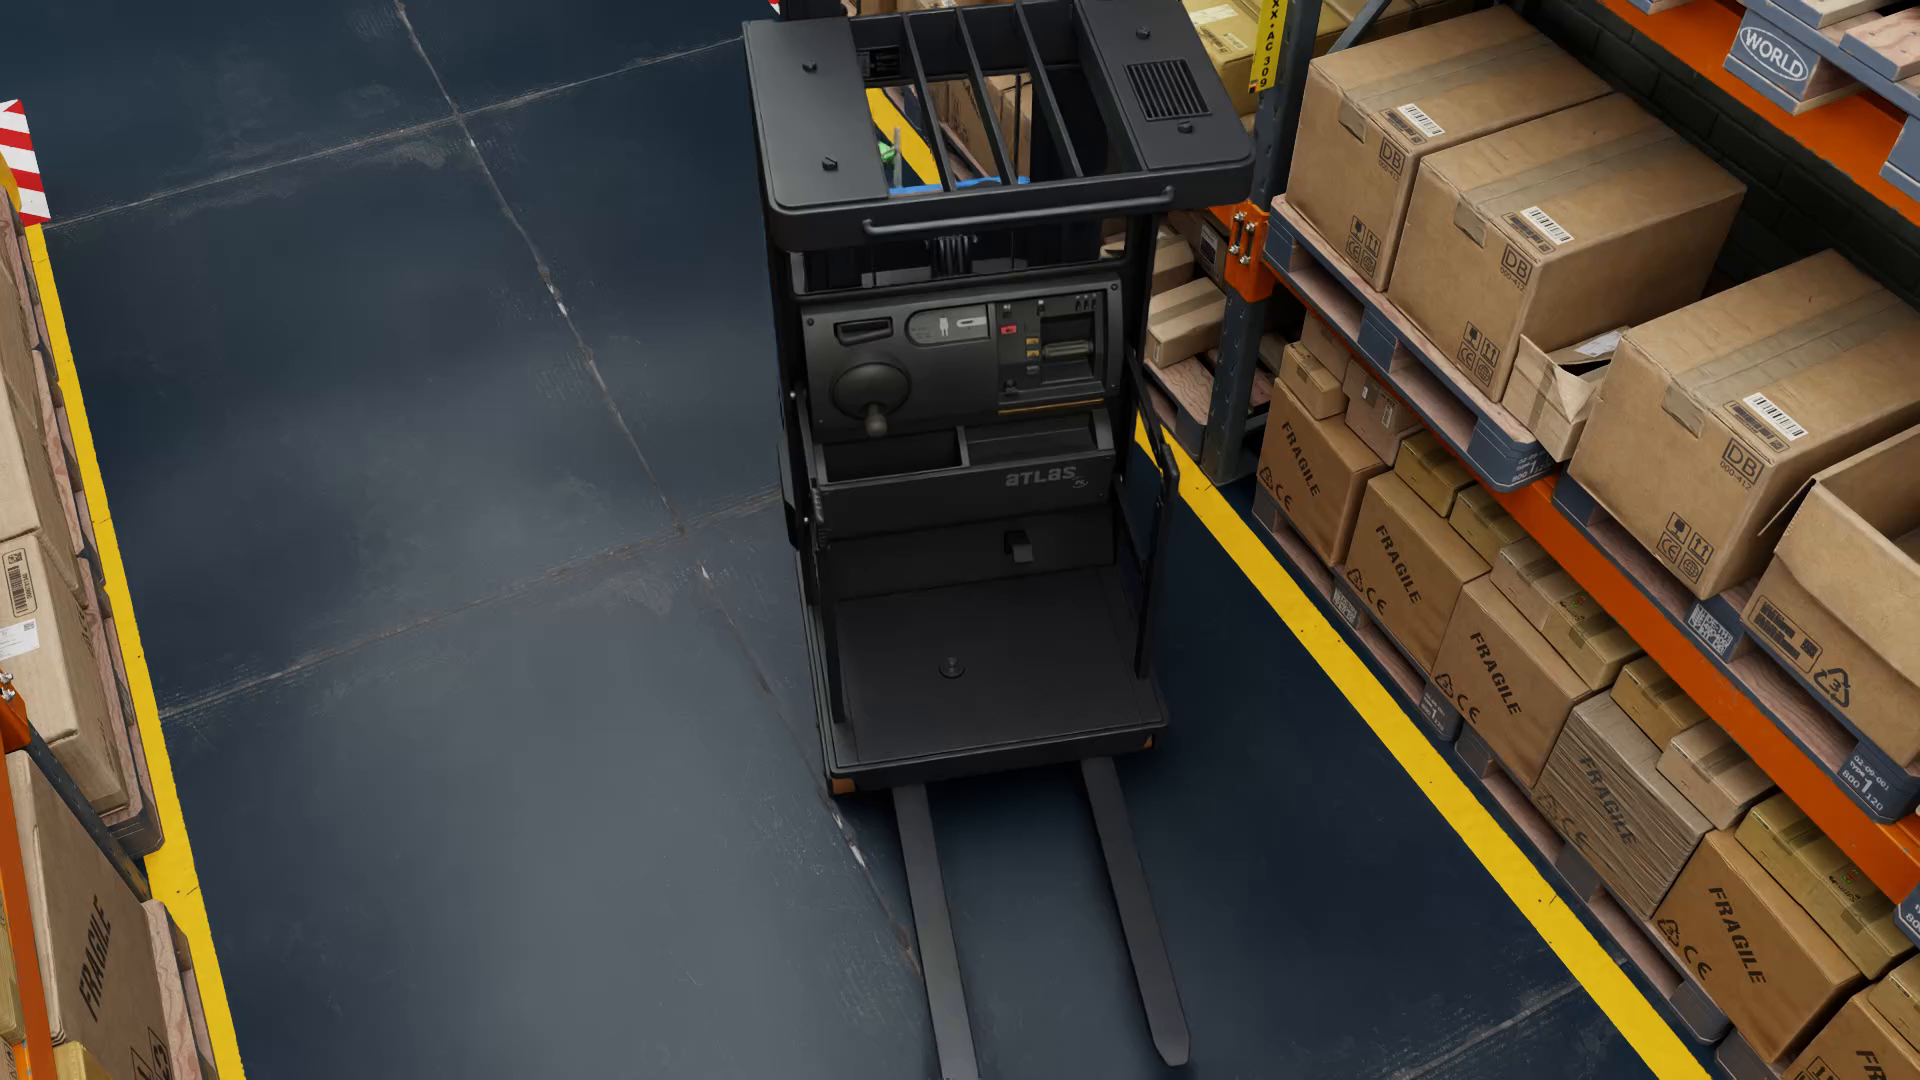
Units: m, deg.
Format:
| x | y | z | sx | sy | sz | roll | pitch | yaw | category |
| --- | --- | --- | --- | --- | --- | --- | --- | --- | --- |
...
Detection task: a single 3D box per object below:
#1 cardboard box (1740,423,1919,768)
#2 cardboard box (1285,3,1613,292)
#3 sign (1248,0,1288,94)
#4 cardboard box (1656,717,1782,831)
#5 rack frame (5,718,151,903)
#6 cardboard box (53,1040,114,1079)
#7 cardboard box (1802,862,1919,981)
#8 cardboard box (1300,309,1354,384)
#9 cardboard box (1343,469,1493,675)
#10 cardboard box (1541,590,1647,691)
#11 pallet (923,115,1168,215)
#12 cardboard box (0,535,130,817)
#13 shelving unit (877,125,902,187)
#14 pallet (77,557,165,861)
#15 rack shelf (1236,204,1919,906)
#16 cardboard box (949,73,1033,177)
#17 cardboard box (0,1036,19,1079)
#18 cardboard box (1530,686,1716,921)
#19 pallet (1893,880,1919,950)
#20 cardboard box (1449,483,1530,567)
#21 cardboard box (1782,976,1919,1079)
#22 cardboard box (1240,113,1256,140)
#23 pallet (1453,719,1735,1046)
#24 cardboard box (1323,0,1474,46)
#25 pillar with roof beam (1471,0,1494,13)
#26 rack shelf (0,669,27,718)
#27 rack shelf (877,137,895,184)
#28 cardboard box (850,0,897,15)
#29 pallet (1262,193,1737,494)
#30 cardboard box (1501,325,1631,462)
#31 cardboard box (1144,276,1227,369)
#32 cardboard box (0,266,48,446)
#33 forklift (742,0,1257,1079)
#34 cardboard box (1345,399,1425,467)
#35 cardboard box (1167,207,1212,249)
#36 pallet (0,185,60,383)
| x | y | z | sx | sy | sz | roll | pitch | yaw | category |
| --- | --- | --- | --- | --- | --- | --- | --- | --- | --- |
| 2.326 | 0.078 | 3.842 | 0.797 | 0.503 | 0.637 | -22 | 52 | -18 | cardboard box |
| 1.429 | -1.169 | 4.934 | 0.700 | 0.500 | 0.500 | -20 | 52 | -17 | cardboard box |
| 0.928 | -1.491 | 4.986 | 0.100 | 0.325 | 0.005 | -21 | 52 | -18 | sign |
| 2.204 | 0.610 | 4.675 | 0.380 | 0.149 | 0.250 | -23 | 53 | -19 | cardboard box |
| -3.005 | 0.314 | 3.983 | 1.000 | 3.000 | 0.127 | -21 | 52 | -18 | rack frame |
| -2.230 | 1.864 | 3.759 | 0.875 | 0.875 | 0.875 | -20 | 52 | -16 | cardboard box |
| 2.472 | 0.951 | 4.376 | 0.380 | 0.149 | 0.250 | -20 | 52 | -16 | cardboard box |
| 1.388 | -0.714 | 5.635 | 0.380 | 0.149 | 0.250 | -22 | 52 | -18 | cardboard box |
| 1.680 | 0.041 | 5.603 | 0.500 | 0.500 | 0.500 | -22 | 52 | -18 | cardboard box |
| 1.987 | 0.257 | 4.983 | 0.380 | 0.149 | 0.250 | -19 | 52 | -16 | cardboard box |
| 0.531 | -1.758 | 7.647 | 1.003 | 0.211 | 1.213 | -21 | 52 | -18 | pallet |
| -3.197 | 0.562 | 5.189 | 0.875 | 0.438 | 0.875 | -22 | 52 | -18 | cardboard box |
| -0.470 | -1.170 | 6.476 | 0.258 | 1.200 | 0.503 | -33 | 57 | -26 | shelving unit |
| -3.284 | 0.696 | 5.501 | 1.003 | 0.211 | 1.213 | -21 | 52 | -18 | pallet |
| 2.322 | 0.177 | 4.580 | 1.077 | 0.370 | 4.000 | -21 | 52 | -18 | rack shelf |
| 0.281 | -1.975 | 7.366 | 0.500 | 0.500 | 0.500 | -20 | 52 | -17 | cardboard box |
| -2.130 | 1.262 | 3.253 | 0.500 | 0.250 | 0.500 | -22 | 53 | -18 | cardboard box |
| 2.137 | 0.725 | 5.004 | 0.500 | 0.500 | 0.500 | -23 | 53 | -19 | cardboard box |
| 2.864 | 0.913 | 3.587 | 1.213 | 0.211 | 1.003 | -21 | 52 | -18 | pallet |
| 1.795 | -0.090 | 5.287 | 0.380 | 0.149 | 0.250 | -22 | 52 | -18 | cardboard box |
| 2.633 | 1.416 | 4.400 | 0.500 | 0.500 | 0.500 | -22 | 52 | -18 | cardboard box |
| 1.036 | -1.442 | 5.685 | 0.380 | 0.149 | 0.250 | -21 | 52 | -17 | cardboard box |
| 2.375 | 0.869 | 5.350 | 1.003 | 0.211 | 1.213 | -21 | 52 | -18 | pallet |
| 1.420 | -1.871 | 5.796 | 0.500 | 0.250 | 0.500 | -22 | 52 | -18 | cardboard box |
| -1.938 | -2.667 | 2.604 | 9.100 | 9.000 | 0.400 | -21 | 52 | -18 | pillar with roof beam |
| -3.920 | -0.788 | 5.424 | 1.077 | 0.370 | 4.000 | -21 | 52 | -18 | rack shelf |
| -0.470 | -1.443 | 6.163 | 0.258 | 0.148 | 0.480 | -33 | 57 | -26 | rack shelf |
| -0.228 | -2.950 | 8.217 | 0.797 | 0.503 | 0.637 | -23 | 53 | -19 | cardboard box |
| 1.675 | -0.763 | 5.052 | 1.003 | 0.211 | 1.213 | -21 | 52 | -18 | pallet |
| 1.701 | -0.430 | 4.444 | 0.396 | 0.266 | 0.258 | -19 | 51 | -16 | cardboard box |
| 0.891 | -0.870 | 6.633 | 0.380 | 0.149 | 0.250 | -23 | 53 | -19 | cardboard box |
| -4.018 | -0.641 | 6.241 | 0.875 | 0.438 | 0.875 | -20 | 52 | -17 | cardboard box |
| 0.054 | -0.428 | 4.677 | 1.130 | 2.935 | 3.031 | -7 | 49 | -7 | forklift |
| 1.530 | -0.437 | 5.590 | 0.380 | 0.149 | 0.250 | -22 | 53 | -19 | cardboard box |
| 1.116 | -1.412 | 7.107 | 0.380 | 0.149 | 0.250 | -22 | 52 | -18 | cardboard box |
| -4.400 | -0.937 | 6.929 | 1.003 | 0.211 | 1.213 | -21 | 52 | -18 | pallet |
